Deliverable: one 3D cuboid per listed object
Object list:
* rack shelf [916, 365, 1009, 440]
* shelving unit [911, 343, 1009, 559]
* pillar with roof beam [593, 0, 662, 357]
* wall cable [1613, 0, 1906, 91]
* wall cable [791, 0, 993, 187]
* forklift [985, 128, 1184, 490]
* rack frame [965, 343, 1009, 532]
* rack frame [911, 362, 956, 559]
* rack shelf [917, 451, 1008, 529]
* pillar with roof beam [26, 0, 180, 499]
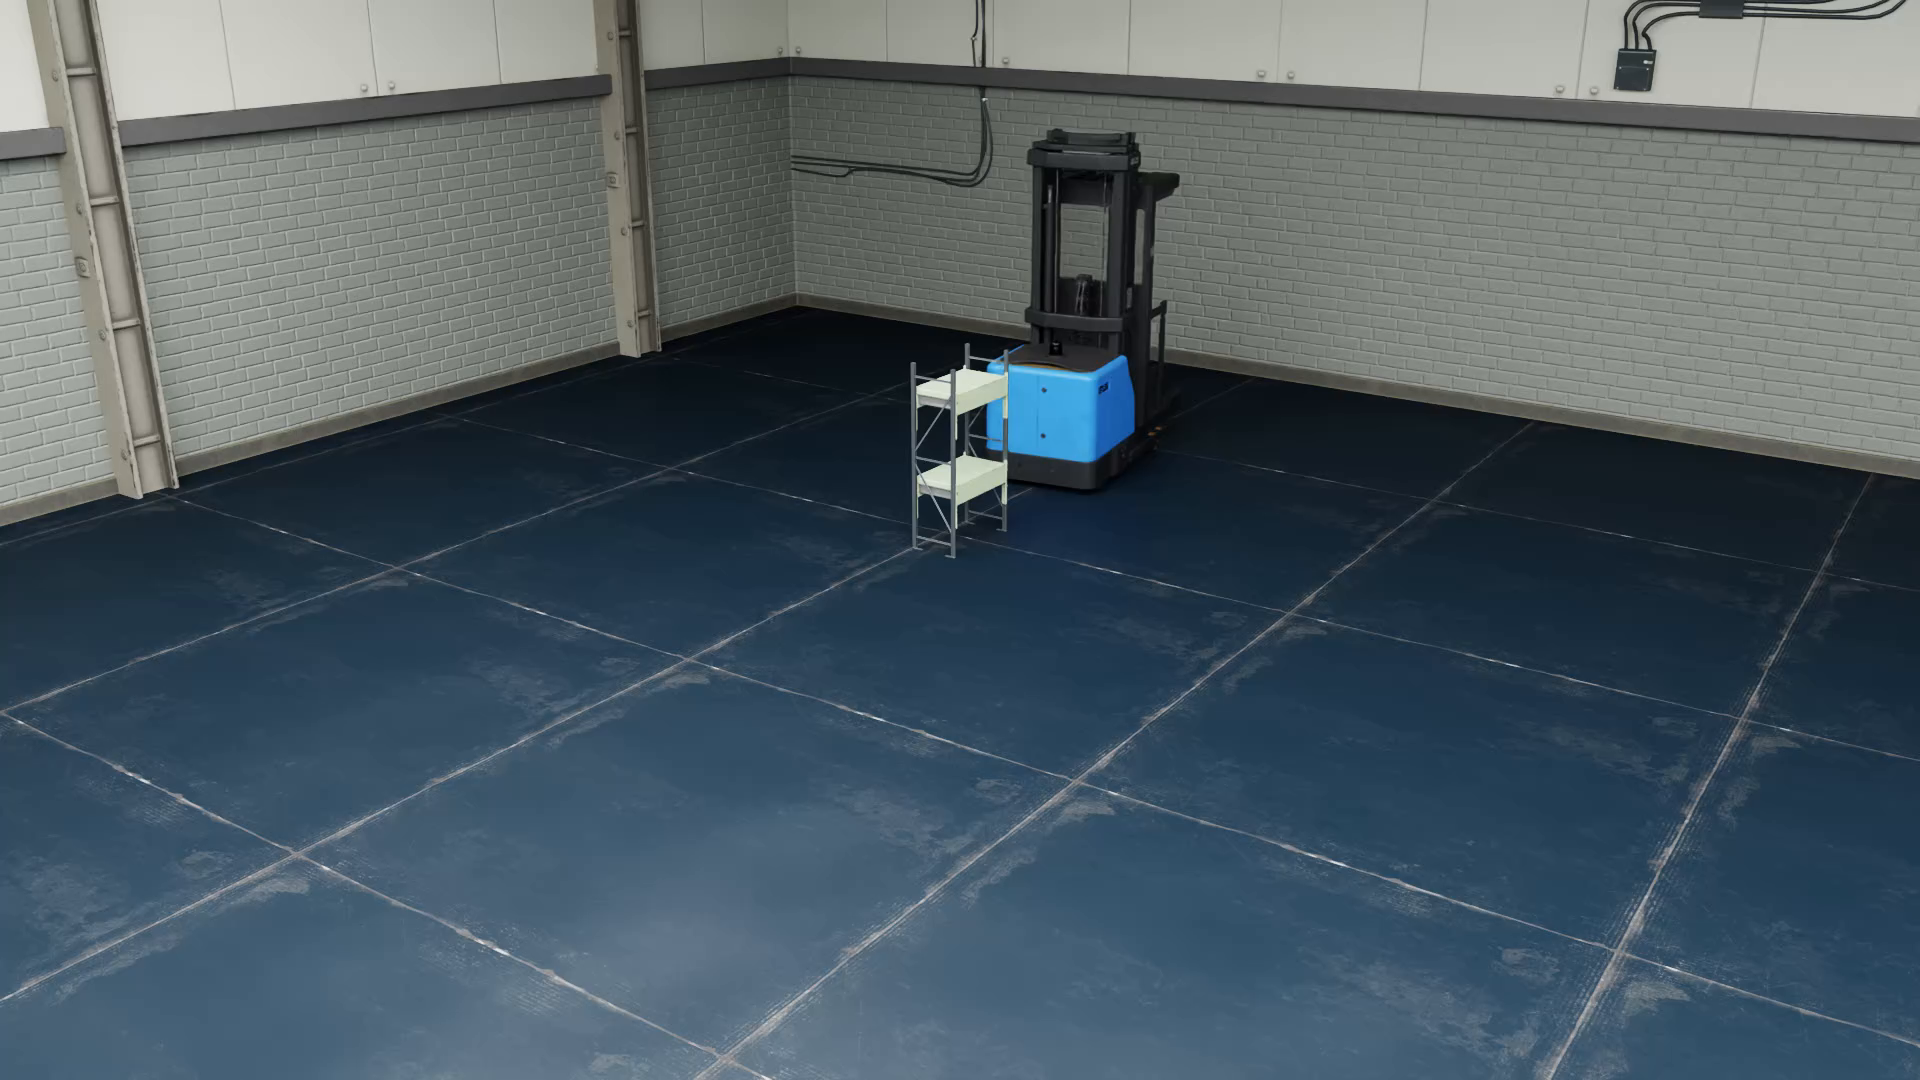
[{"bbox_3d":[0.004,-1.071,12.875,0.431,0.370,0.720,13,24,32],"label":"rack shelf"},{"bbox_3d":[0.004,-0.705,13.010,0.431,1.500,0.755,13,24,32],"label":"shelving unit"},{"bbox_3d":[-0.111,-5.537,15.264,9.100,9.000,0.400,13,24,32],"label":"pillar with roof beam"},{"bbox_3d":[6.920,-6.703,13.514,2.305,6.003,0.169,13,24,32],"label":"wall cable"},{"bbox_3d":[-0.922,-5.508,19.660,3.097,2.526,0.112,13,24,32],"label":"wall cable"},{"bbox_3d":[1.308,-2.278,15.199,1.130,2.935,3.031,9,22,24],"label":"forklift"},{"bbox_3d":[0.209,-0.810,13.294,0.400,1.500,0.023,13,24,32],"label":"rack frame"},{"bbox_3d":[-0.202,-0.600,12.726,0.400,1.500,0.023,13,24,32],"label":"rack frame"},{"bbox_3d":[0.004,-0.400,13.123,0.431,0.370,0.720,13,24,32],"label":"rack shelf"},{"bbox_3d":[-3.484,-3.816,10.610,9.100,9.000,0.400,13,24,32],"label":"pillar with roof beam"}]
